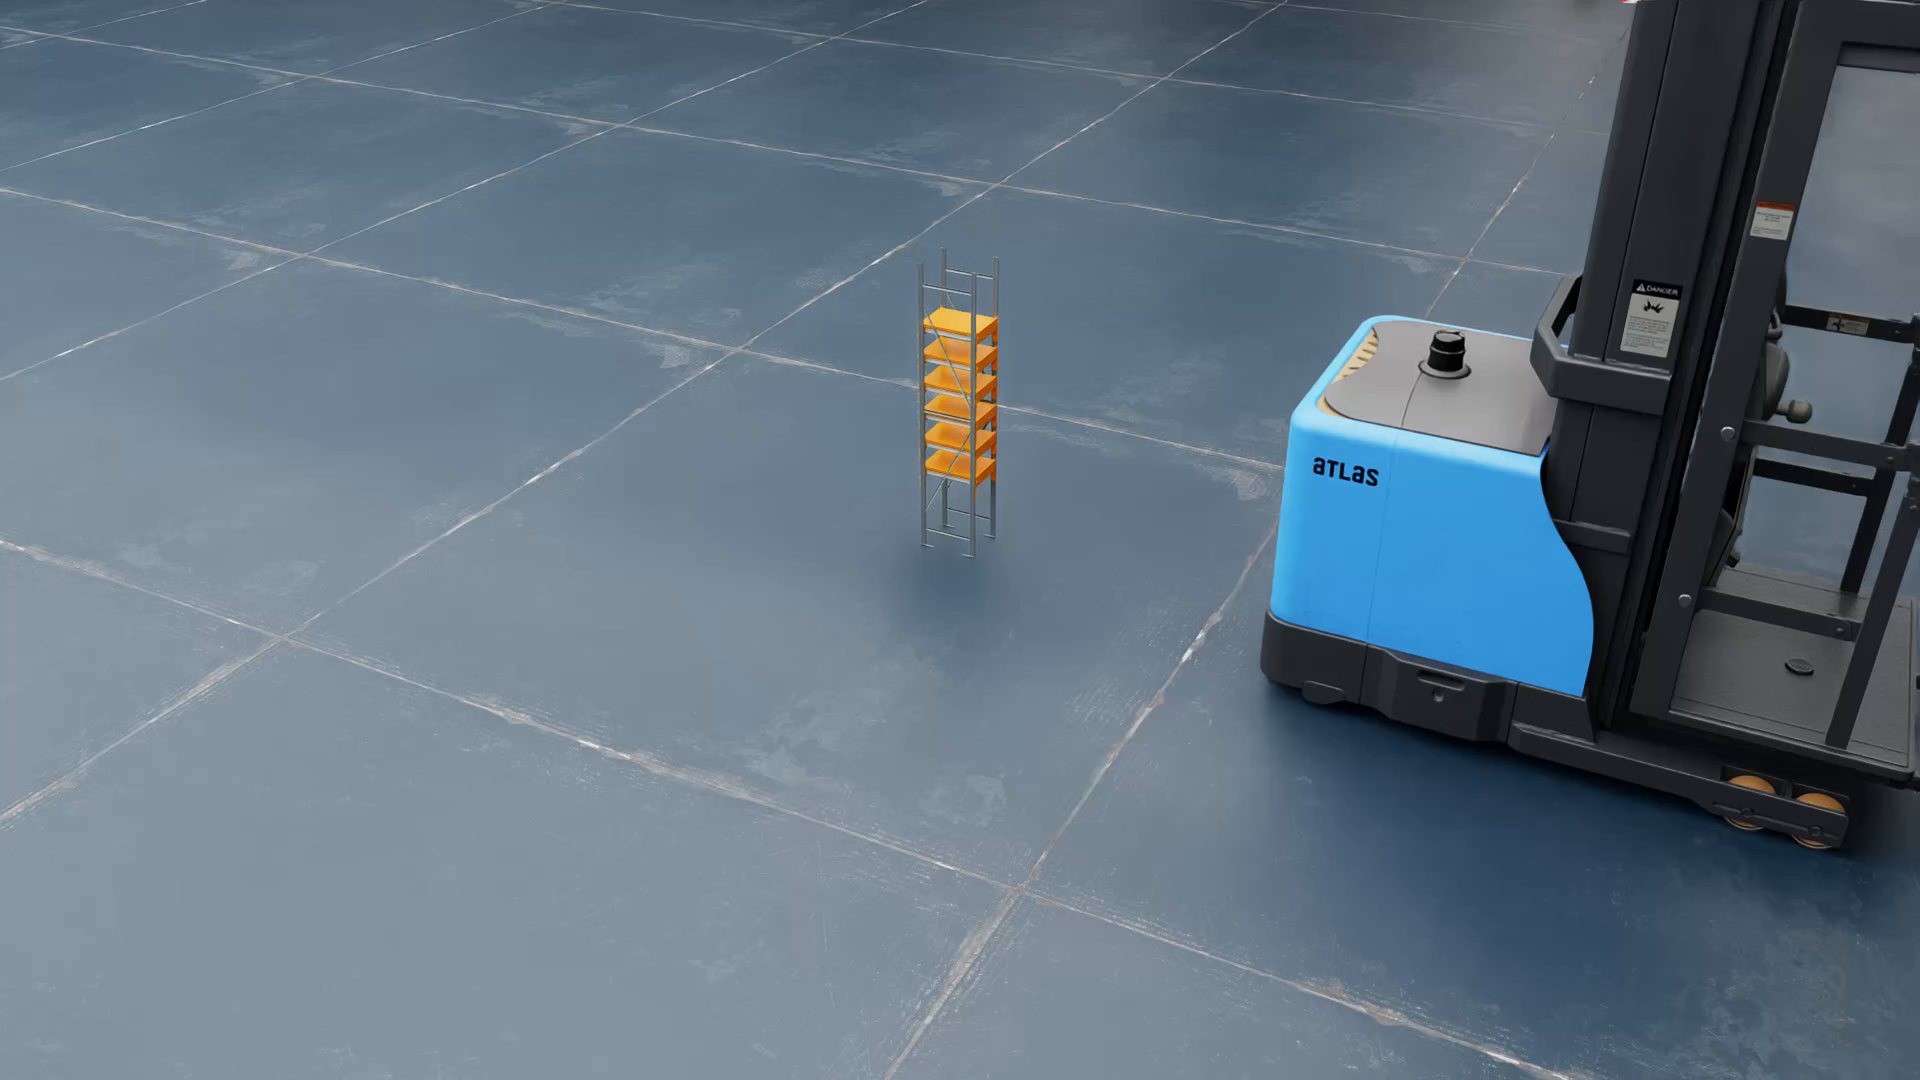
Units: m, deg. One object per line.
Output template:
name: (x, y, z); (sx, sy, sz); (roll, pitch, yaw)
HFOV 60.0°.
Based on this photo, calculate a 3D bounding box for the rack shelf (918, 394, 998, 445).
rack shelf: (-0.007, -0.475, 6.462); (0.258, 0.103, 0.180); (14, 33, 23)

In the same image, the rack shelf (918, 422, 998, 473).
rack shelf: (-0.007, -0.371, 6.522); (0.258, 0.103, 0.180); (14, 33, 23)

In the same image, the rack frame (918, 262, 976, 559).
rack frame: (-0.048, -0.473, 6.369); (0.240, 1.200, 0.006); (14, 33, 23)

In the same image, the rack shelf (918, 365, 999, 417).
rack shelf: (-0.007, -0.579, 6.402); (0.258, 0.103, 0.180); (14, 33, 23)

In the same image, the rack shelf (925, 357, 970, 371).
rack shelf: (-0.007, -0.701, 6.333); (0.199, 0.020, 0.166); (14, 33, 23)

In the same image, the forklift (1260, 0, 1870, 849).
forklift: (2.602, -0.627, 4.899); (3.031, 2.935, 1.130); (14, 33, 23)

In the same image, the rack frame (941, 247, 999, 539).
rack frame: (0.035, -0.554, 6.511); (0.240, 1.200, 0.006); (14, 33, 23)

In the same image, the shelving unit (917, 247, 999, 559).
shelving unit: (-0.007, -0.514, 6.440); (0.258, 1.200, 0.189); (14, 33, 23)

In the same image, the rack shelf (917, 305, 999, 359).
rack shelf: (-0.007, -0.788, 6.283); (0.258, 0.103, 0.180); (14, 33, 23)
